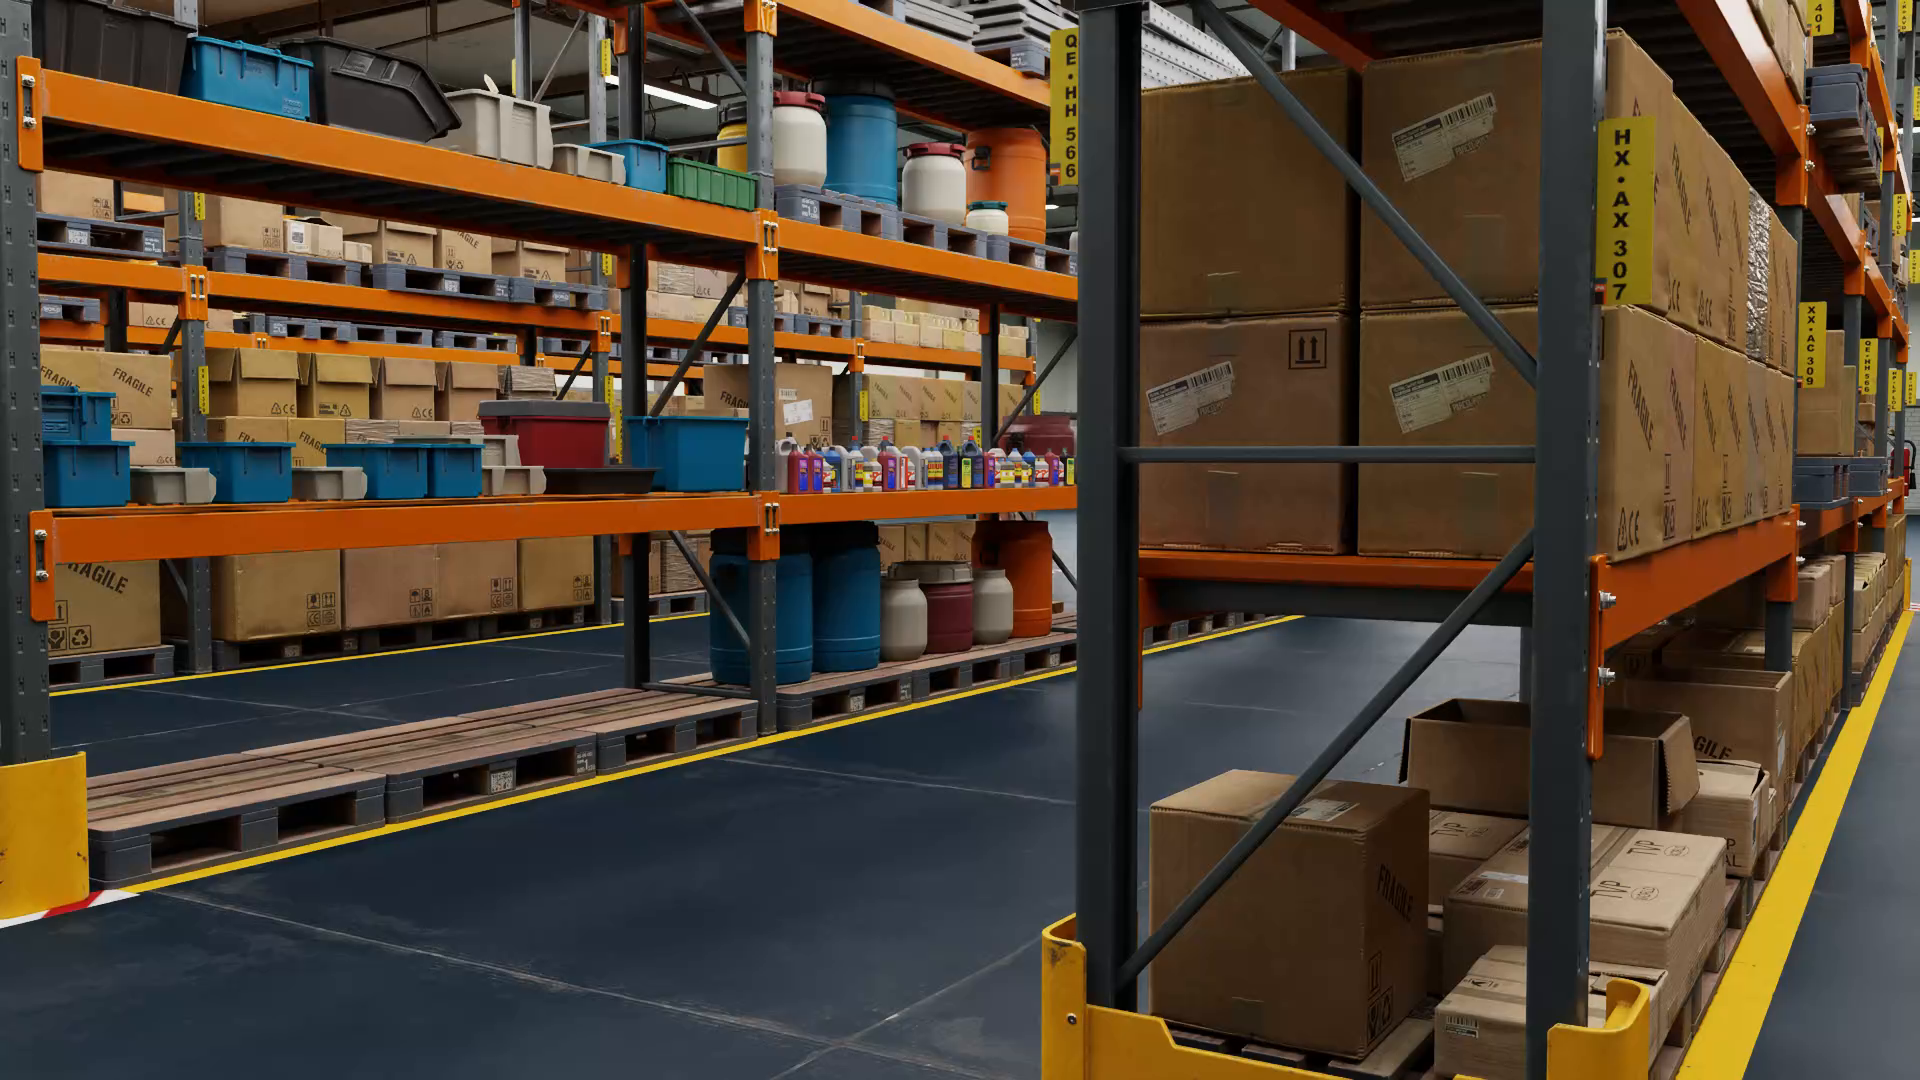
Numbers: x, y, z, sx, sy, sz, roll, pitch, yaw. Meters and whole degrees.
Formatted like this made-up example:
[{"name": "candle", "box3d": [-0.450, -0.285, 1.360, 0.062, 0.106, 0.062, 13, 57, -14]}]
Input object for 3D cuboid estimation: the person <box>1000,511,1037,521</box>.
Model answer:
[{"name": "person", "box3d": [0.499, -0.090, 14.625, 0.434, 1.749, 0.606, 1, 3, 28]}]
